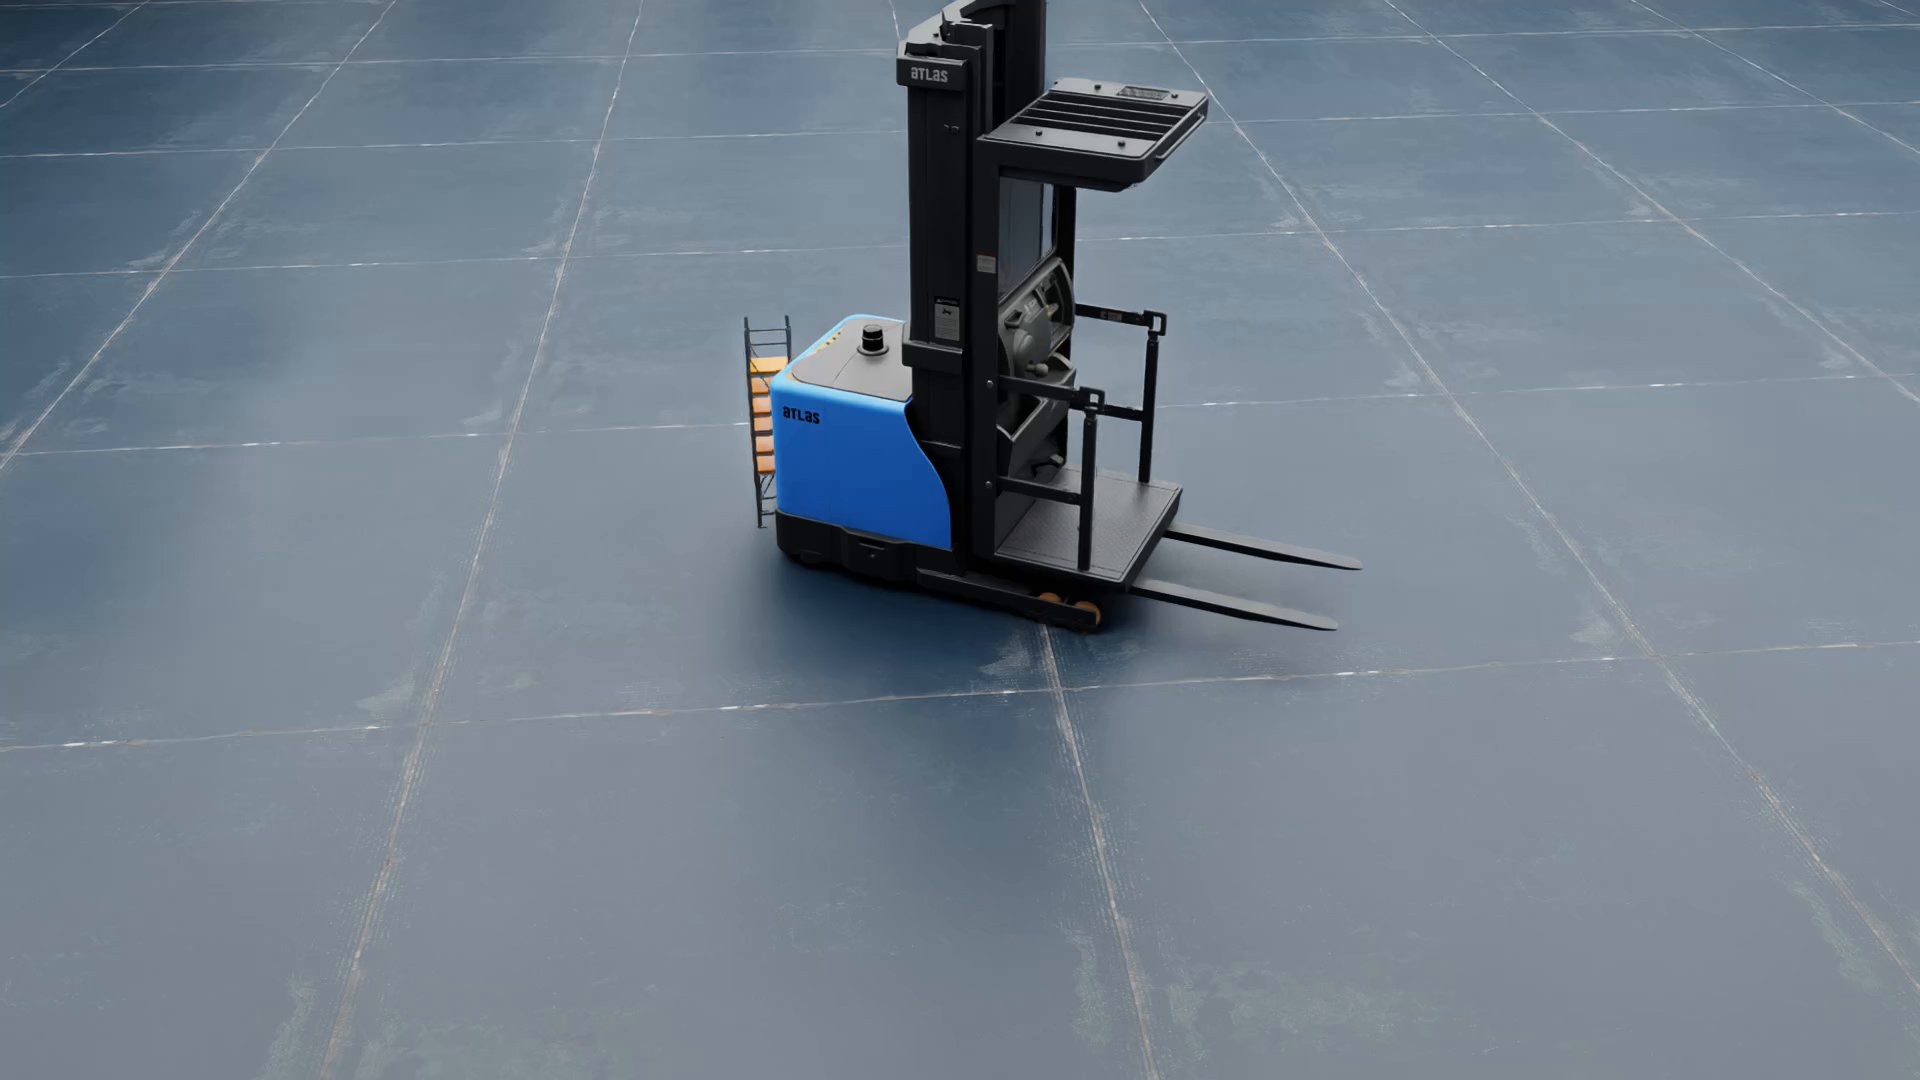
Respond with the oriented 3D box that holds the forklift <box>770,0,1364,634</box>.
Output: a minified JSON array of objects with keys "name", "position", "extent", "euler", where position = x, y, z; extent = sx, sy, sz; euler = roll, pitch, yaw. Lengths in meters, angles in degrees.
[{"name":"forklift","position":[0.569,-1.092,8.220],"extent":[3.031,2.935,1.130],"euler":[12,33,20]}]

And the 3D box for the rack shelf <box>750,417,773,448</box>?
[{"name":"rack shelf","position":[-1.027,-0.601,9.172],"extent":[0.258,0.103,0.180],"euler":[-3,31,-5]}]

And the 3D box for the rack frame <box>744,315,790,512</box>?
[{"name":"rack frame","position":[-1.038,-0.686,9.228],"extent":[0.240,1.200,0.006],"euler":[-3,31,-5]}]

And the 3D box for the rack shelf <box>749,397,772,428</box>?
[{"name":"rack shelf","position":[-1.028,-0.705,9.111],"extent":[0.258,0.103,0.180],"euler":[-3,31,-5]}]

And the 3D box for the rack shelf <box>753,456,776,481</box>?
[{"name":"rack shelf","position":[-1.027,-0.395,9.295],"extent":[0.258,0.103,0.180],"euler":[-3,31,-5]}]

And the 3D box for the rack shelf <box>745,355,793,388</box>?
[{"name":"rack shelf","position":[-1.028,-0.911,8.988],"extent":[0.258,0.103,0.180],"euler":[-3,31,-5]}]

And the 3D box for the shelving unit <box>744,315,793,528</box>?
[{"name":"shelving unit","position":[-1.027,-0.640,9.150],"extent":[0.258,1.200,0.189],"euler":[-3,31,-5]}]

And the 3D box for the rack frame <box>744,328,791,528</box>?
[{"name":"rack frame","position":[-1.017,-0.593,9.071],"extent":[0.240,1.200,0.006],"euler":[-3,31,-5]}]

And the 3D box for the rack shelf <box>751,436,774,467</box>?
[{"name":"rack shelf","position":[-1.027,-0.498,9.234],"extent":[0.258,0.103,0.180],"euler":[-3,31,-5]}]

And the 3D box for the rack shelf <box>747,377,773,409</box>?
[{"name":"rack shelf","position":[-1.028,-0.808,9.050],"extent":[0.258,0.103,0.180],"euler":[-3,31,-5]}]
